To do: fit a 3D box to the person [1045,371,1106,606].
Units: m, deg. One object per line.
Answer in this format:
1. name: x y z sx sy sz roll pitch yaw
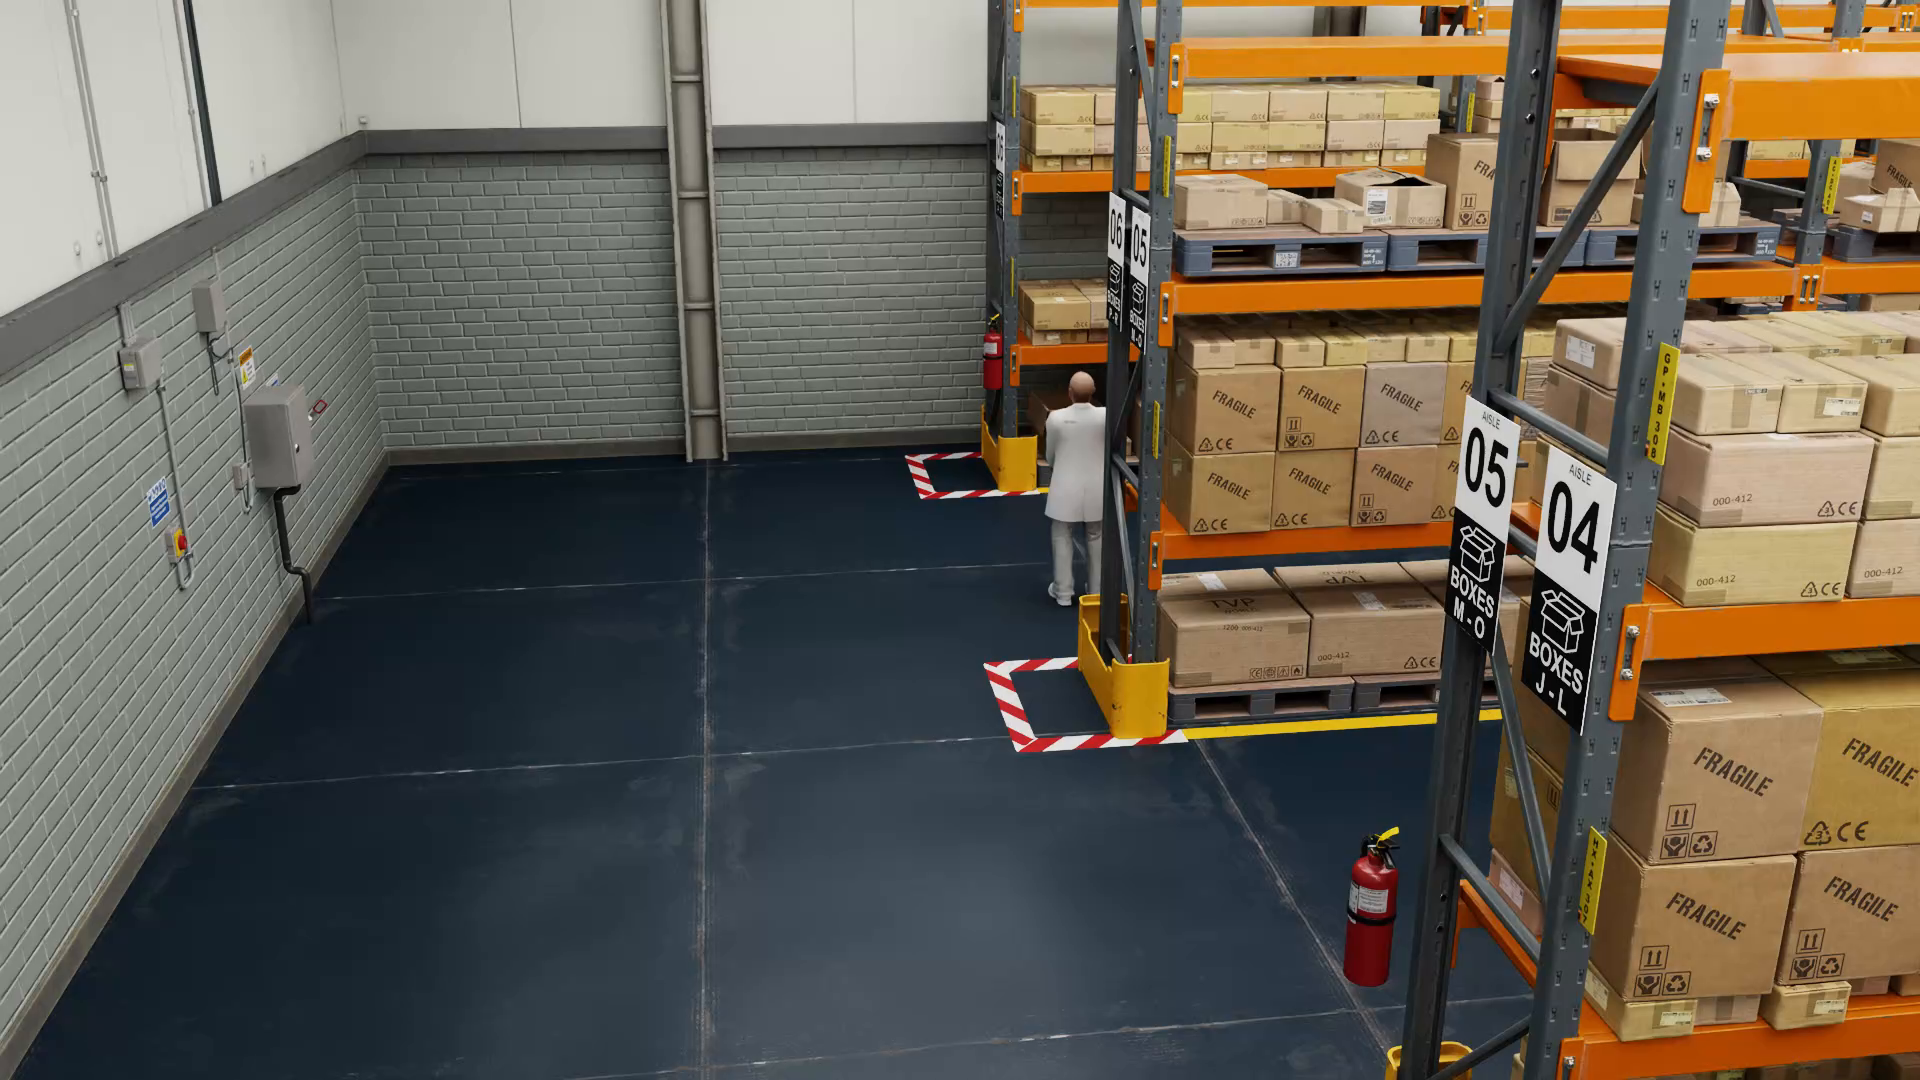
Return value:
1. person: 0.859 -0.417 12.266 0.531 1.769 0.555 -3 20 -7
